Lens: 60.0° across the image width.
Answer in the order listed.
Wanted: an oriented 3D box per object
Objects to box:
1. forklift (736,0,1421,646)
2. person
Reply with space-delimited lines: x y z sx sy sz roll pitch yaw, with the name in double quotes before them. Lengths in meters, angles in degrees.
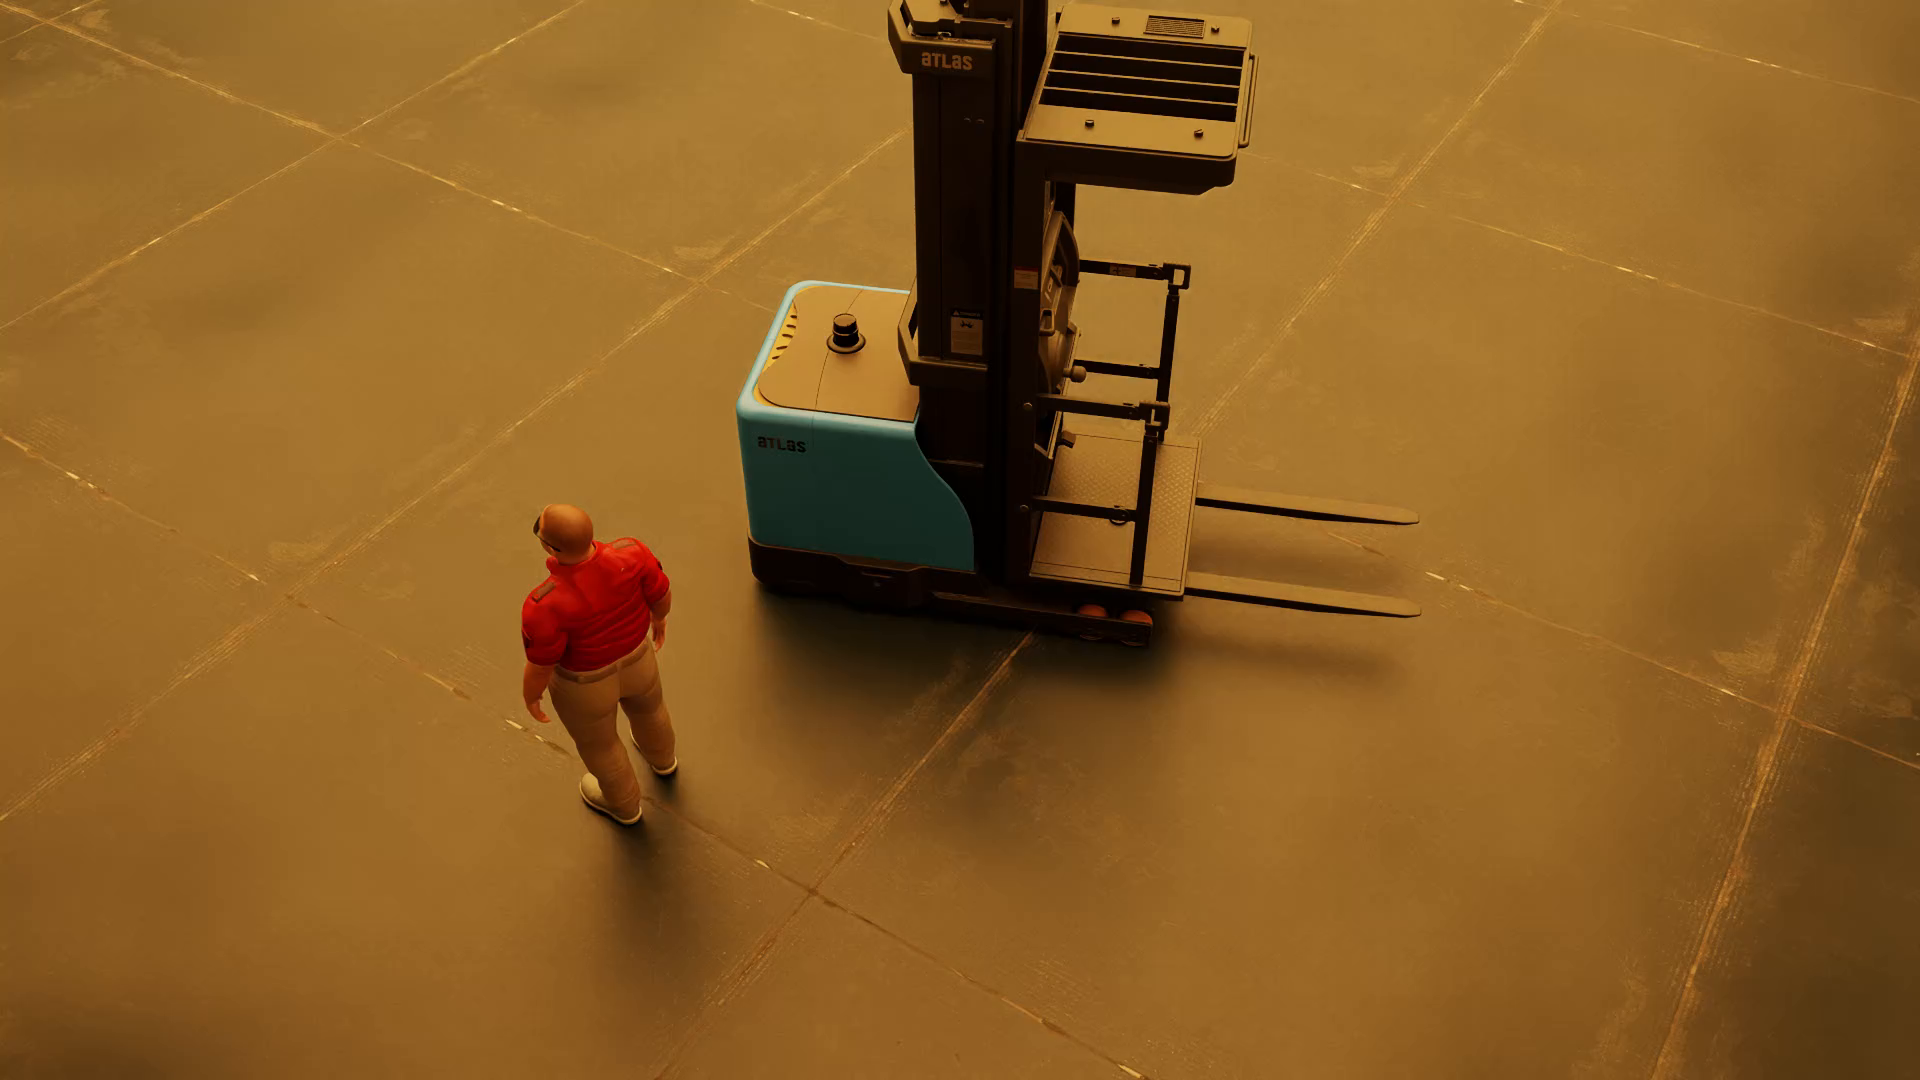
"forklift" 0.598 -0.987 6.890 3.031 2.935 1.130 7 44 8
"person" -1.393 0.427 6.260 0.641 1.728 0.550 -32 52 -29
